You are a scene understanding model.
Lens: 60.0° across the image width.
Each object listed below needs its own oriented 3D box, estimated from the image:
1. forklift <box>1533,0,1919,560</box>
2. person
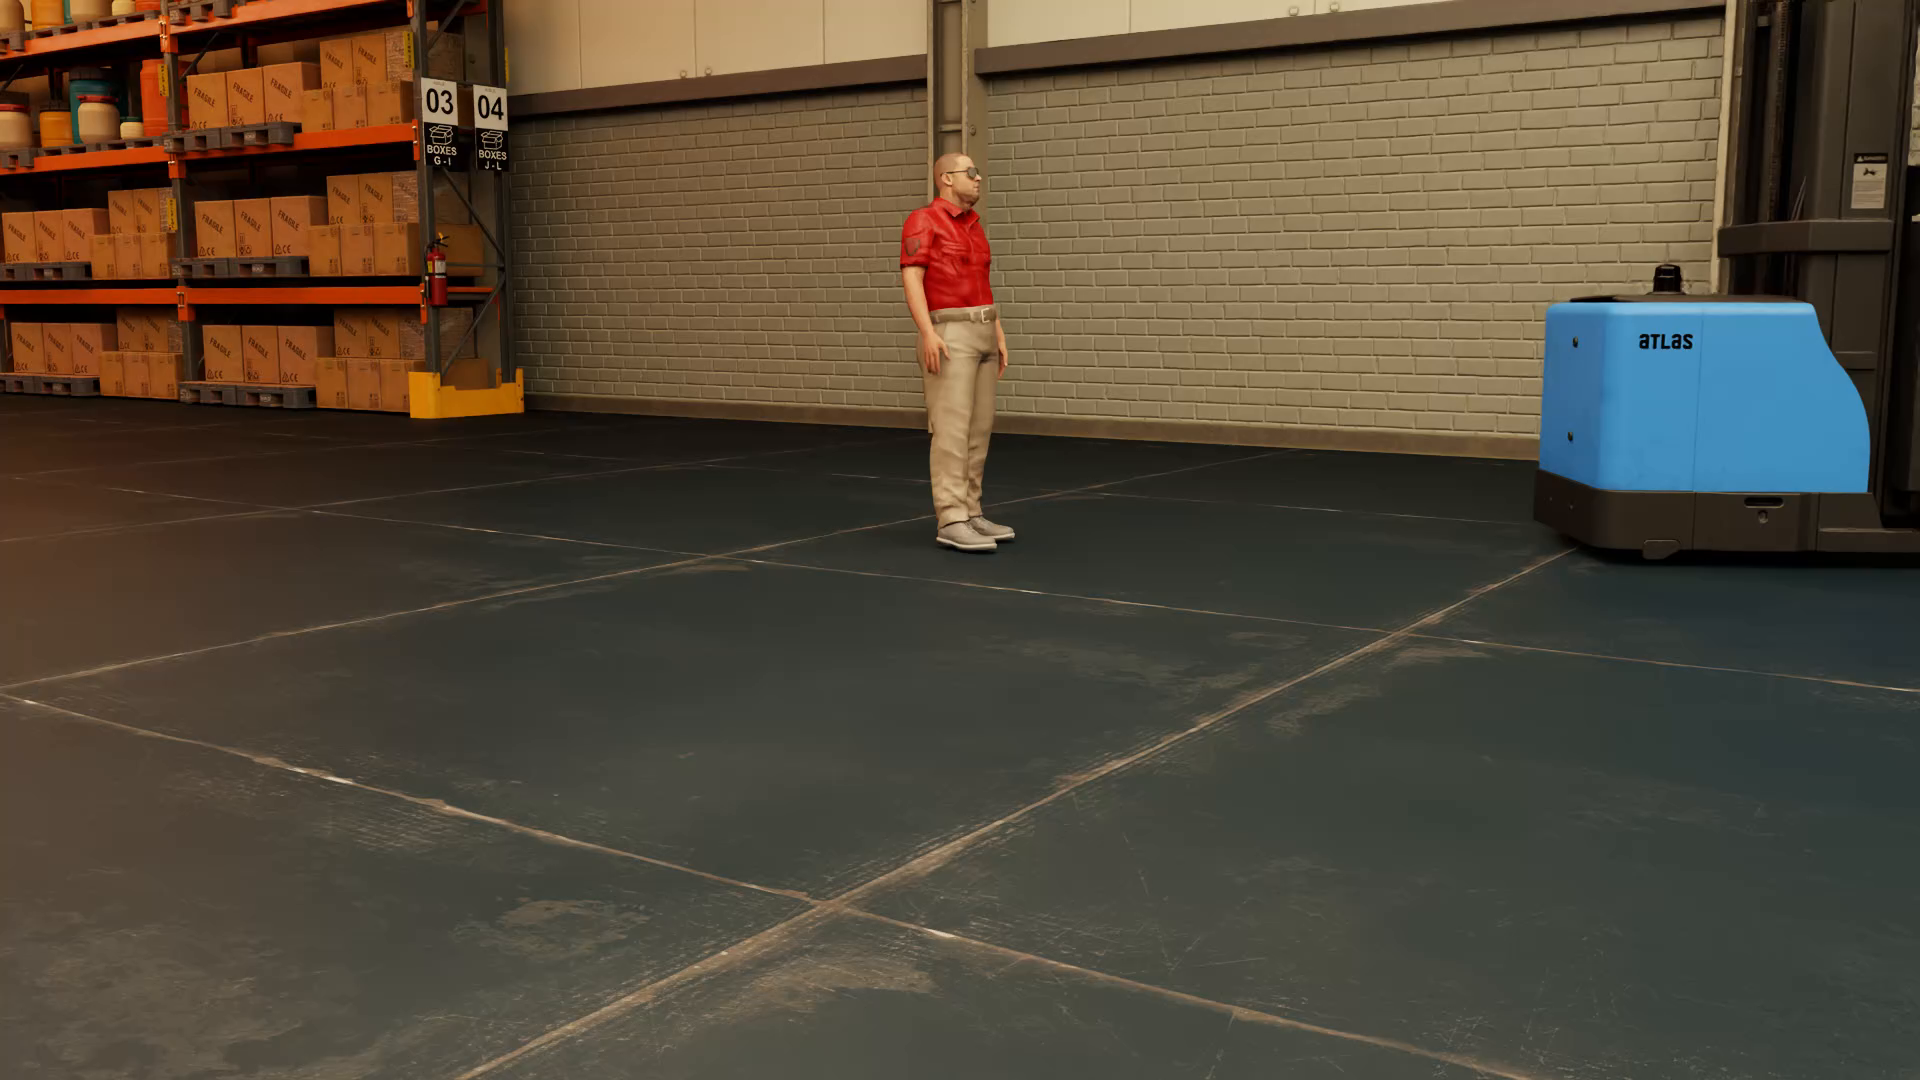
[{"bbox_3d":[4.163,-1.402,7.054,3.031,2.935,1.130,1,8,4],"label":"forklift"},{"bbox_3d":[0.068,-0.855,7.422,0.550,1.727,0.642,5,10,34],"label":"person"}]
